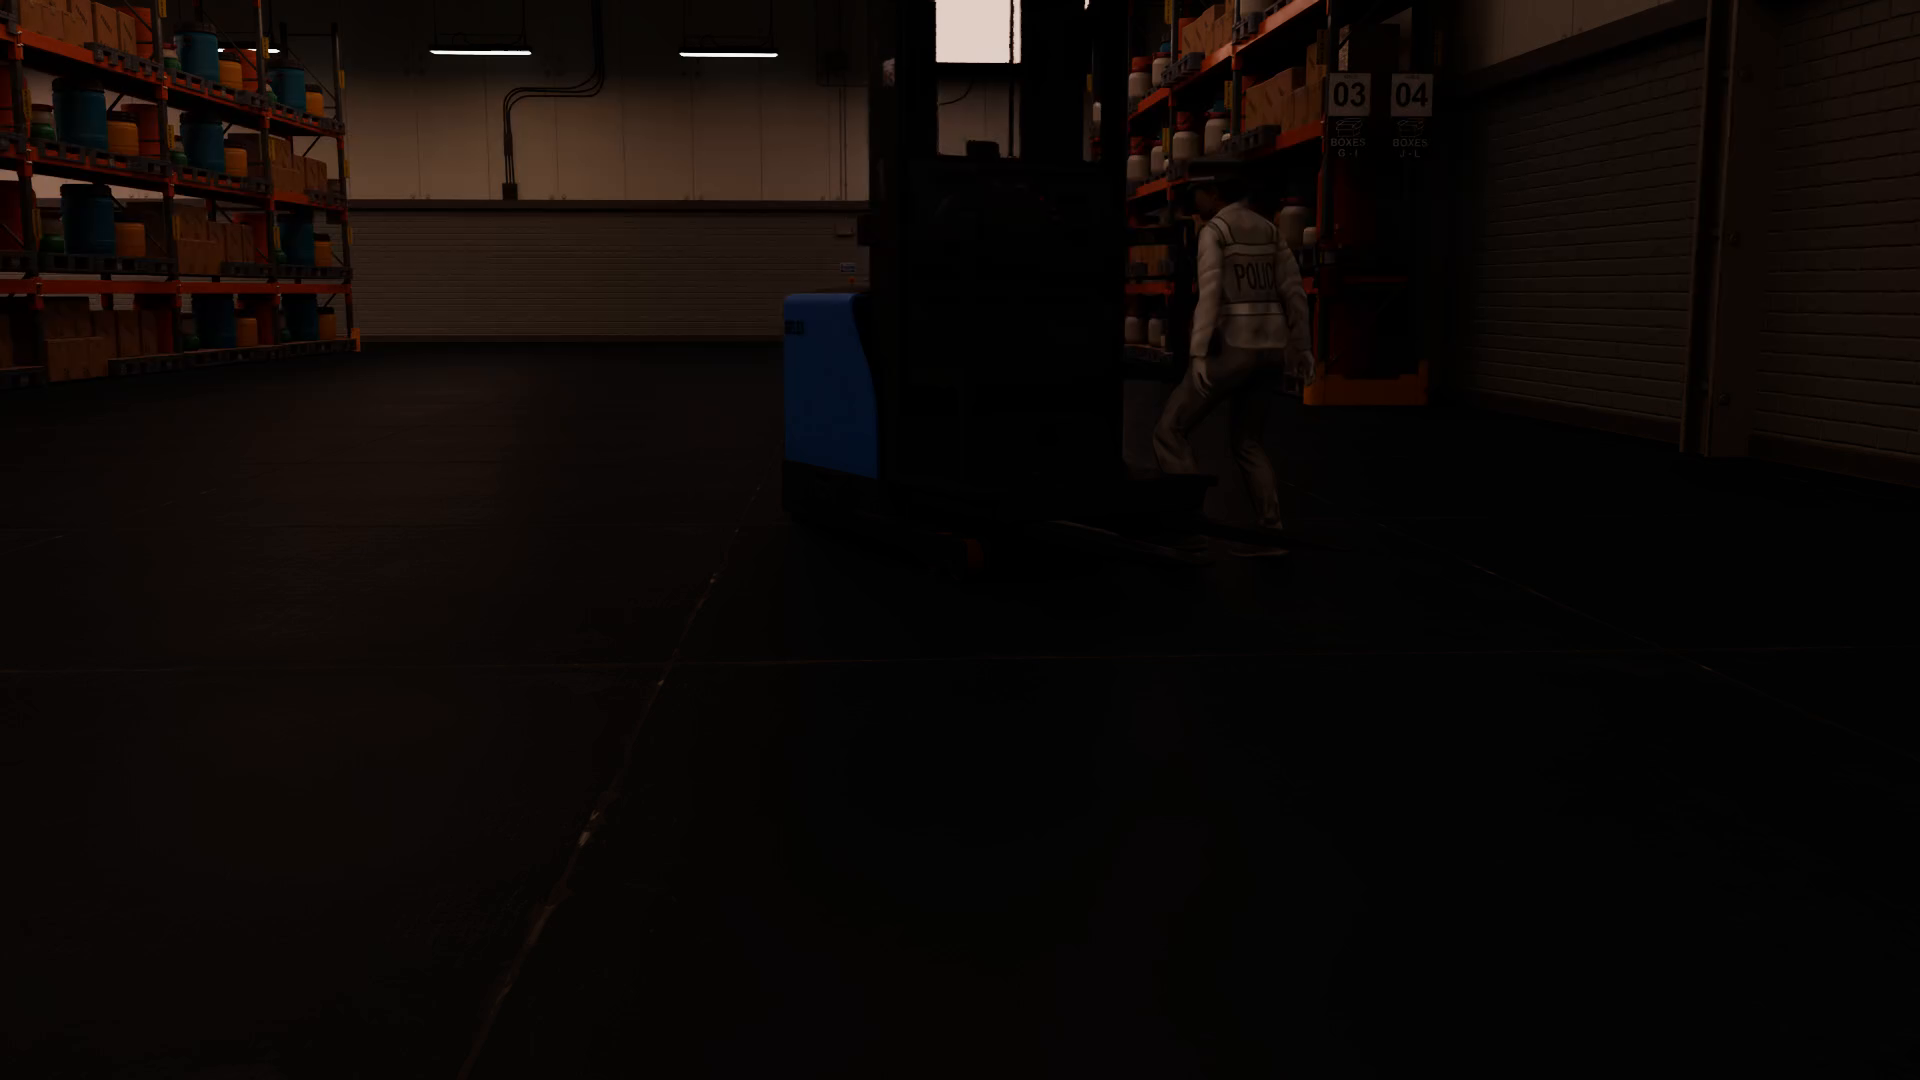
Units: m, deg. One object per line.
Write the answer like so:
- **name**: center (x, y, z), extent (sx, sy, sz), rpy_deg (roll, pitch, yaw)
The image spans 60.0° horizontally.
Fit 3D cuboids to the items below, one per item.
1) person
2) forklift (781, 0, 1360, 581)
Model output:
- **person**: center (1.083, -0.725, 6.701), extent (0.802, 1.635, 0.421), rpy_deg (-7, 11, -40)
- **forklift**: center (0.322, -1.370, 6.559), extent (1.130, 2.935, 3.031), rpy_deg (-5, 10, -29)
